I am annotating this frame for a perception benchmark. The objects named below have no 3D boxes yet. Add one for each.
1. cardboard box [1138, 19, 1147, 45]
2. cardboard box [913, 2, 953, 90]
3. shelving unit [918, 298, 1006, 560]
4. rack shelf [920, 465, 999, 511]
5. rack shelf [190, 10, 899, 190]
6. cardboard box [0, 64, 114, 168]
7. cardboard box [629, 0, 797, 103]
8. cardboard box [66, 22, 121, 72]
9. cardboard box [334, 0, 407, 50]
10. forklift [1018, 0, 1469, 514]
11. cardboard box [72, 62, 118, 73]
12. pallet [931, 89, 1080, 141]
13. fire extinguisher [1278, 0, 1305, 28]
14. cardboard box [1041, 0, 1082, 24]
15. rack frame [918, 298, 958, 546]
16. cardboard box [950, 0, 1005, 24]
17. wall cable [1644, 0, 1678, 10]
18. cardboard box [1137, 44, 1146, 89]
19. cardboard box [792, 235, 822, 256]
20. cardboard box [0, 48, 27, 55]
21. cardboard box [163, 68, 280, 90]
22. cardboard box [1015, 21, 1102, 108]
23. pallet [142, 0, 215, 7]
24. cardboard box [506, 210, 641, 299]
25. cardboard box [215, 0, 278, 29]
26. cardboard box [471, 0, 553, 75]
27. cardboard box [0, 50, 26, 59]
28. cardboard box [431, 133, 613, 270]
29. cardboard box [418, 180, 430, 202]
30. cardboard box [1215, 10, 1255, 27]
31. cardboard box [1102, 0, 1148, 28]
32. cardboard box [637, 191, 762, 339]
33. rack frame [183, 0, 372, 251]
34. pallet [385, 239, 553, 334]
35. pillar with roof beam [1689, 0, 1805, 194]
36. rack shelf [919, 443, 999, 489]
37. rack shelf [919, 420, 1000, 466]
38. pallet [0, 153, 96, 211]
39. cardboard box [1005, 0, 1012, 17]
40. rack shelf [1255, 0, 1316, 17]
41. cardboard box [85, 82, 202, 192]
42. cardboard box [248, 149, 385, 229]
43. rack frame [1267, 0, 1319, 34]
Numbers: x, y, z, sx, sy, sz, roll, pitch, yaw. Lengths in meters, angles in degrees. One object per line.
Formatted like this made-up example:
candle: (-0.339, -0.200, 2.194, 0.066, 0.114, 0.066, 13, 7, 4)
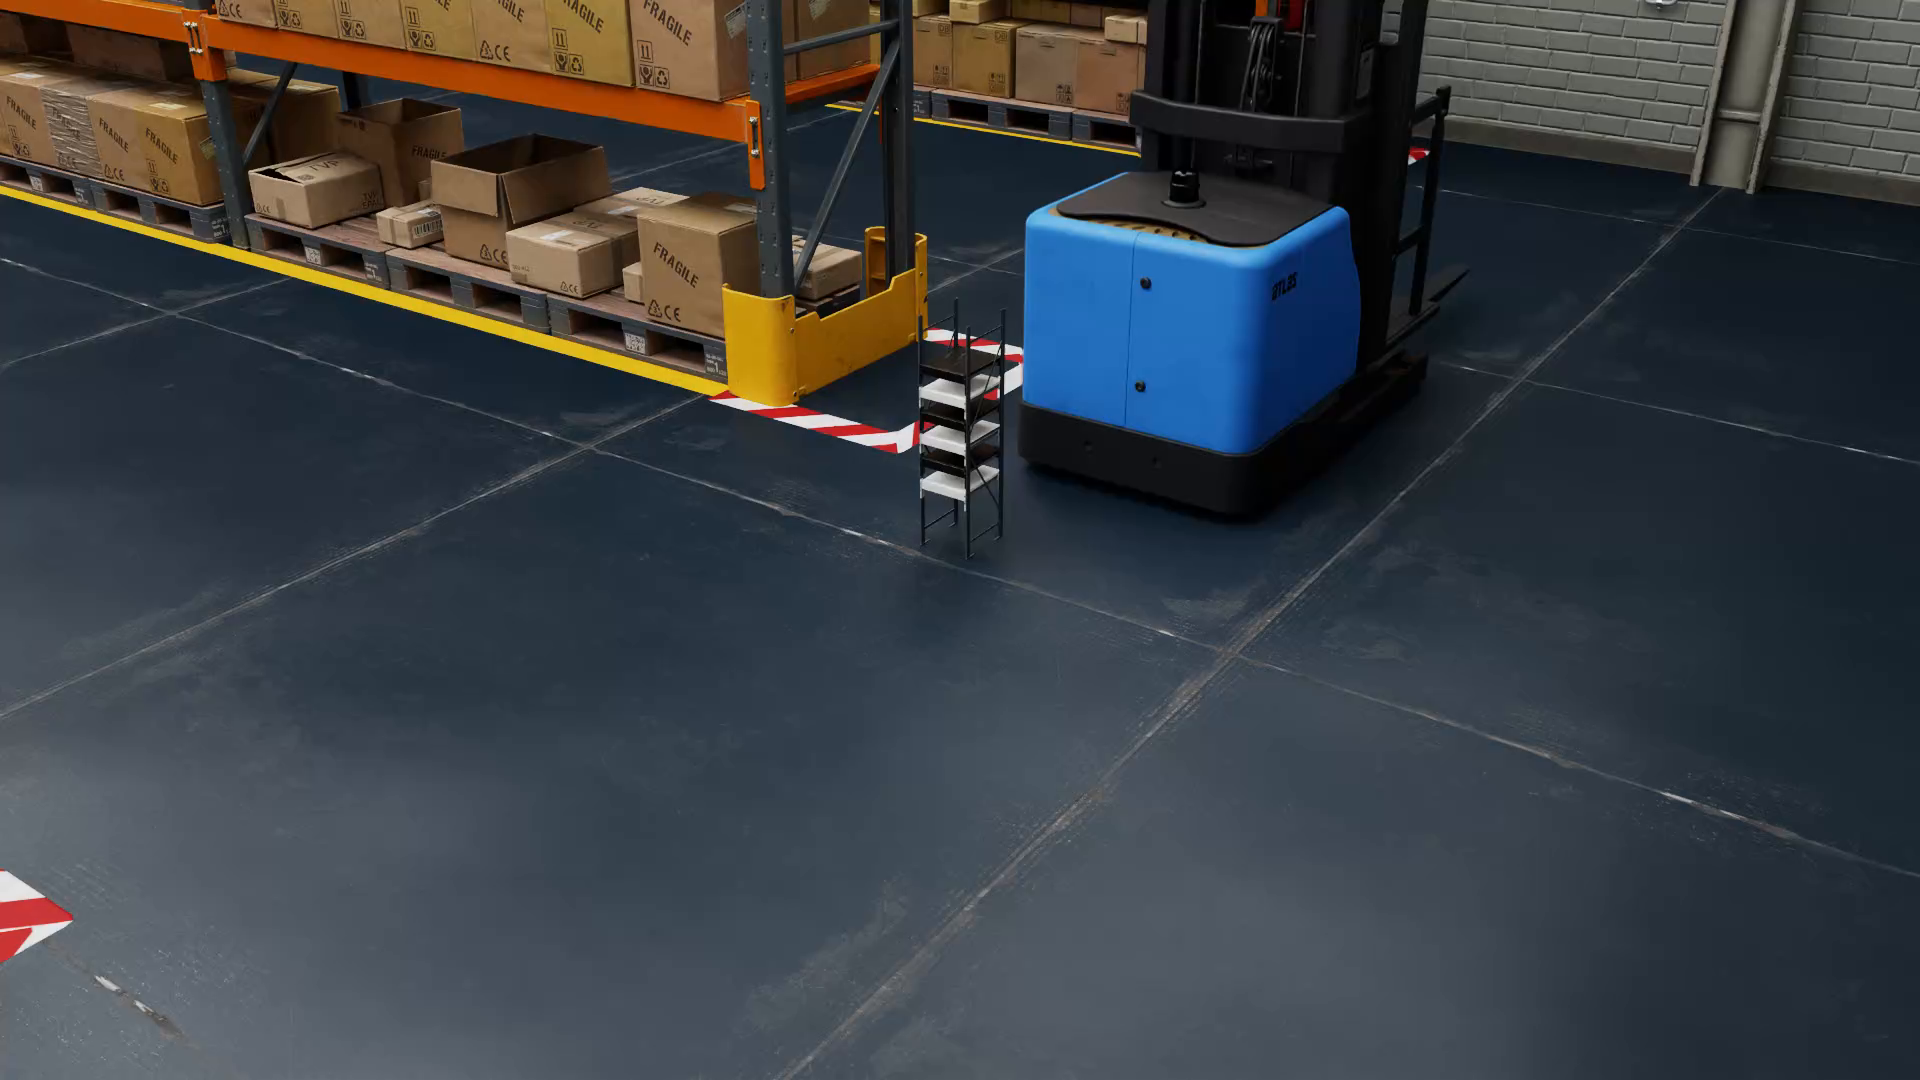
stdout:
cardboard box: (1.416, -3.483, 11.365, 0.250, 0.149, 0.380, 17, 31, 30)
cardboard box: (-0.068, -3.753, 12.611, 0.500, 0.500, 0.700, 17, 32, 30)
shelving unit: (0.007, -0.399, 6.042, 0.210, 0.900, 0.258, 17, 32, 30)
rack shelf: (0.007, -0.209, 6.139, 0.200, 0.077, 0.258, 17, 32, 30)
rack shelf: (-2.192, -2.354, 8.361, 4.000, 0.370, 1.077, 17, 32, 30)
cardboard box: (-5.646, -2.678, 10.477, 0.500, 0.500, 0.500, 16, 31, 29)
cardboard box: (-1.067, -2.219, 7.192, 0.500, 0.500, 0.500, 18, 32, 32)
cardboard box: (-5.339, -3.205, 10.685, 0.500, 0.250, 0.500, 17, 31, 29)
cardboard box: (-2.740, -2.740, 8.217, 0.500, 0.500, 0.500, 17, 32, 30)
forklift: (1.478, -2.024, 6.996, 1.130, 2.935, 3.031, 17, 32, 30)
cardboard box: (-5.371, -2.879, 10.872, 0.500, 0.500, 0.500, 16, 31, 28)
pallet: (0.553, -3.261, 12.424, 1.213, 0.211, 1.003, 17, 32, 30)
fire extinguisher: (2.121, -3.602, 10.517, 0.183, 0.674, 0.296, 17, 32, 30)
cardboard box: (0.795, -3.886, 12.156, 0.250, 0.149, 0.380, 18, 32, 31)
rack frame: (-0.077, -0.425, 6.093, 0.006, 0.900, 0.240, 17, 32, 30)
cardboard box: (0.129, -3.883, 12.150, 0.250, 0.149, 0.380, 16, 31, 29)
wall cable: (3.849, -4.491, 10.648, 1.851, 1.984, 0.084, 17, 32, 30)
cardboard box: (1.625, -3.229, 11.581, 0.500, 0.500, 0.700, 17, 32, 30)
cardboard box: (-0.900, -1.394, 8.321, 0.250, 0.166, 0.380, 17, 32, 30)
cardboard box: (-6.234, -3.145, 11.393, 0.500, 0.500, 0.500, 19, 32, 32)
cardboard box: (-4.547, -2.618, 10.358, 0.500, 0.500, 0.500, 18, 32, 31)
cardboard box: (0.797, -3.487, 12.087, 0.500, 0.500, 0.700, 16, 31, 29)
pallet: (-4.437, -3.348, 9.734, 1.213, 0.211, 1.003, 17, 32, 30)
cardboard box: (-1.897, -1.434, 8.307, 0.500, 0.250, 0.500, 17, 32, 30)
cardboard box: (-3.575, -3.000, 8.727, 0.500, 0.500, 0.500, 18, 32, 32)
cardboard box: (-1.904, -2.481, 7.707, 0.500, 0.500, 0.500, 18, 32, 31)
cardboard box: (-6.490, -2.941, 10.993, 0.500, 0.500, 0.500, 16, 31, 29)
cardboard box: (-2.289, -1.791, 8.729, 0.637, 0.503, 0.797, 17, 32, 30)
cardboard box: (-2.867, -1.999, 9.530, 0.250, 0.149, 0.380, 17, 32, 30)
cardboard box: (1.841, -3.561, 11.518, 0.250, 0.149, 0.380, 18, 32, 31)
cardboard box: (1.217, -3.755, 11.900, 0.250, 0.149, 0.380, 18, 32, 31)
cardboard box: (-1.131, -1.290, 7.749, 0.500, 0.500, 0.500, 17, 32, 30)
rack frame: (-3.840, -3.188, 9.207, 0.127, 3.000, 1.000, 17, 32, 30)
pallet: (-2.265, -1.455, 8.877, 1.213, 0.211, 1.003, 17, 32, 30)
pillar with roof beam: (2.536, -4.708, 5.580, 0.400, 9.000, 9.100, 17, 32, 30)
rack shelf: (0.007, -0.289, 6.098, 0.200, 0.077, 0.258, 17, 32, 30)
rack shelf: (0.007, -0.369, 6.057, 0.200, 0.077, 0.258, 17, 32, 30)
pallet: (-5.542, -2.453, 10.837, 1.213, 0.211, 1.003, 17, 32, 30)
cardboard box: (0.373, -4.017, 12.414, 0.250, 0.149, 0.380, 18, 32, 31)
rack shelf: (0.610, -4.207, 12.002, 4.000, 0.370, 1.077, 17, 32, 30)
cardboard box: (-4.812, -2.420, 9.968, 0.500, 0.500, 0.500, 17, 32, 30)
cardboard box: (-3.617, -1.997, 9.346, 0.500, 0.311, 0.500, 17, 32, 30)
rack frame: (2.258, -4.014, 10.830, 0.127, 3.000, 1.000, 17, 32, 30)
